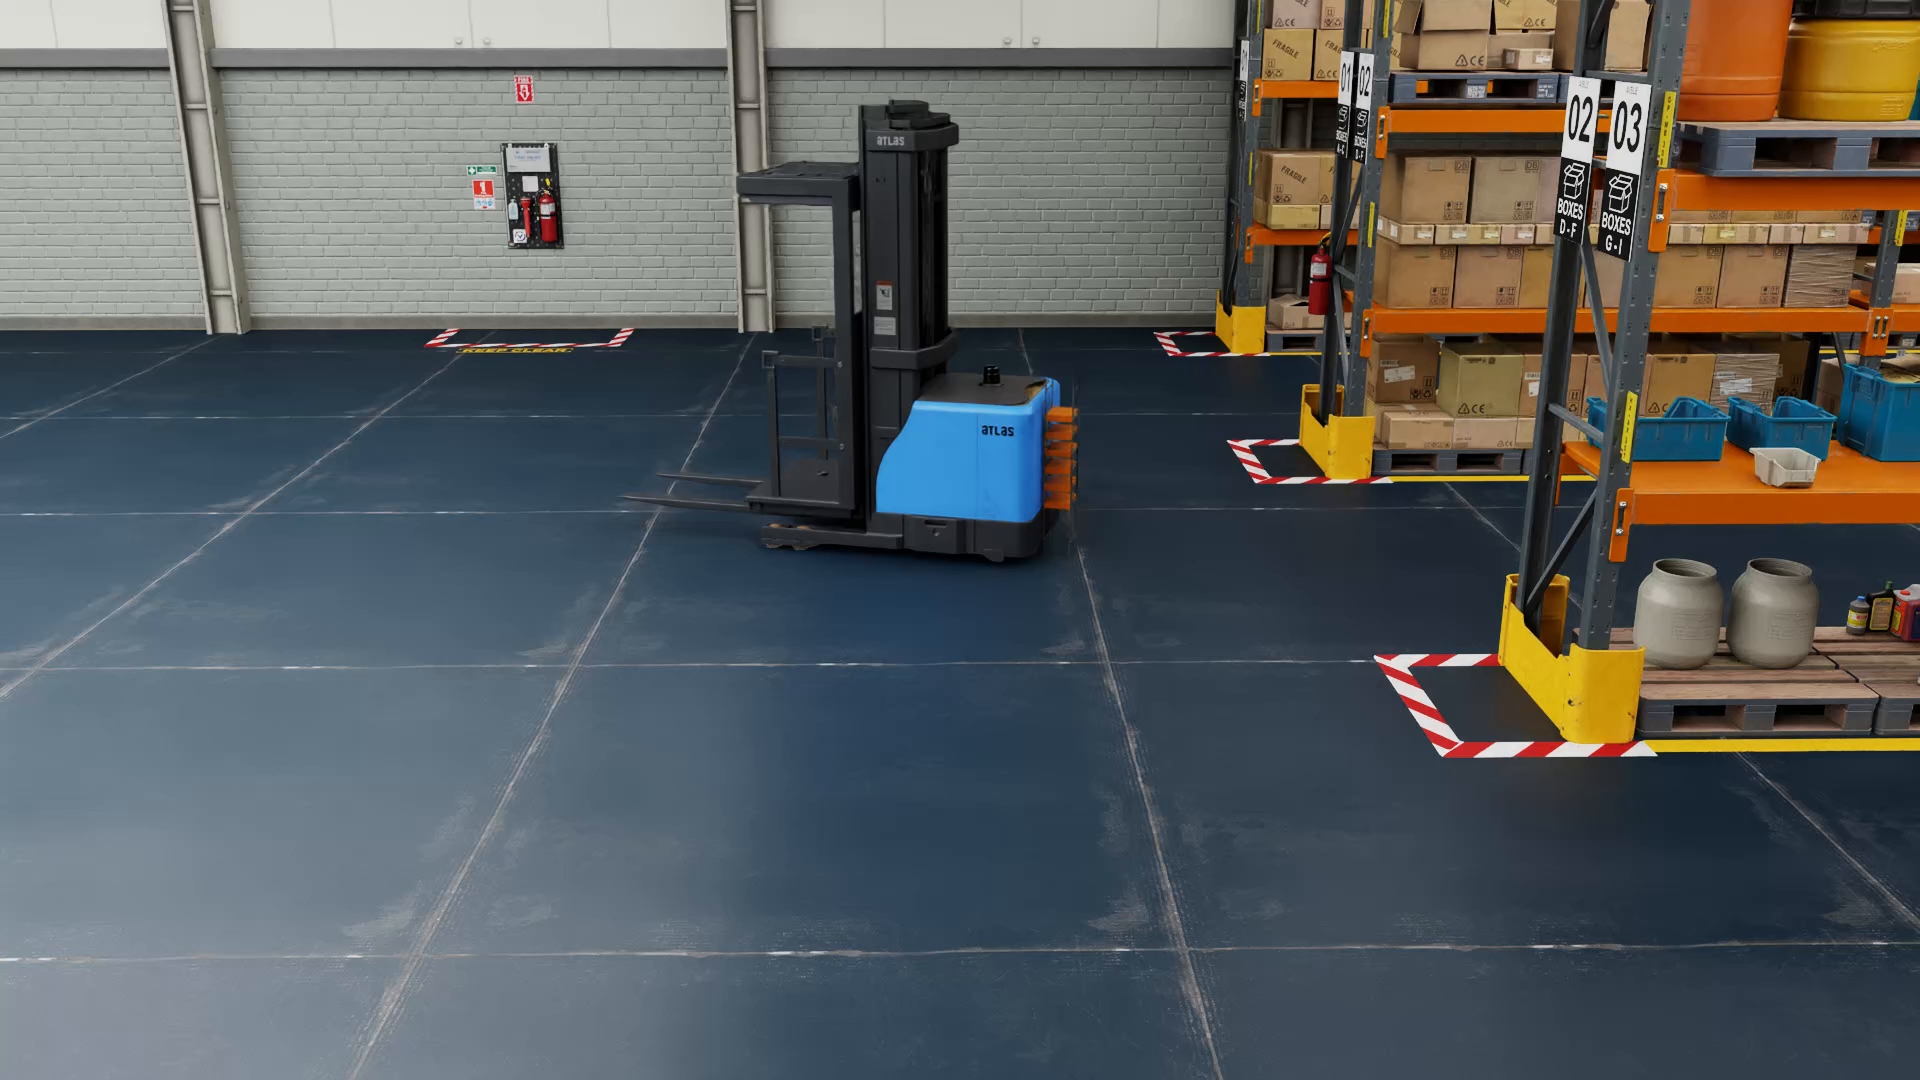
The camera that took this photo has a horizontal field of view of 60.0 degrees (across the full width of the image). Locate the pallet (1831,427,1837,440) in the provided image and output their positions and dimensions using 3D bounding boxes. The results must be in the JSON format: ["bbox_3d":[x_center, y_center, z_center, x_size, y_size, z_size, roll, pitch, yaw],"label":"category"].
[{"bbox_3d":[7.810,-0.788,13.658,1.213,0.211,1.003,0,18,-1],"label":"pallet"}]

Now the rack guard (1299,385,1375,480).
[{"bbox_3d":[3.050,-0.891,13.505,0.348,0.500,1.175,0,18,-1],"label":"rack guard"}]

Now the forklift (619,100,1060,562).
[{"bbox_3d":[-0.869,-1.474,11.345,3.031,2.935,1.130,5,18,14],"label":"forklift"}]

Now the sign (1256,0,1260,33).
[{"bbox_3d":[3.001,-5.273,16.732,0.005,0.325,0.100,0,18,-1],"label":"sign"}]

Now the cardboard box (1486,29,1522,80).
[{"bbox_3d":[5.431,-5.008,17.141,0.500,0.500,0.500,-1,18,-3],"label":"cardboard box"}]

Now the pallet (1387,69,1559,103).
[{"bbox_3d":[3.782,-3.463,12.665,1.213,0.211,1.003,0,18,-1],"label":"pallet"}]

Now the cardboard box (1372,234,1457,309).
[{"bbox_3d":[3.541,-2.127,13.103,0.500,0.500,0.700,0,18,-1],"label":"cardboard box"}]

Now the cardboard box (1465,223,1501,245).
[{"bbox_3d":[3.983,-2.376,12.819,0.250,0.149,0.380,0,18,-1],"label":"cardboard box"}]

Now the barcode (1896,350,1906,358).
[{"bbox_3d":[7.335,-1.451,12.959,0.075,0.075,0.001,0,18,-1],"label":"barcode"}]

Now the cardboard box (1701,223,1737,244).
[{"bbox_3d":[5.788,-2.386,12.848,0.250,0.149,0.380,0,18,-1],"label":"cardboard box"}]

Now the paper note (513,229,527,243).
[{"bbox_3d":[-4.970,-3.433,18.781,0.142,0.148,0.016,0,18,-1],"label":"paper note"}]

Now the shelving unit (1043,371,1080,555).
[{"bbox_3d":[0.683,-0.515,11.189,0.189,1.200,0.258,5,18,14],"label":"shelving unit"}]

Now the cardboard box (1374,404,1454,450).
[{"bbox_3d":[3.614,-0.906,13.276,0.500,0.250,0.500,0,18,-1],"label":"cardboard box"}]

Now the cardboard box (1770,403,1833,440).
[{"bbox_3d":[6.613,-0.922,13.325,0.500,0.250,0.500,0,18,-1],"label":"cardboard box"}]

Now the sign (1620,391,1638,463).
[{"bbox_3d":[3.153,-0.532,7.842,0.005,0.325,0.100,0,18,-1],"label":"sign"}]

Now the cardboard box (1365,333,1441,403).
[{"bbox_3d":[3.606,-1.422,13.656,0.500,0.500,0.500,0,18,-1],"label":"cardboard box"}]

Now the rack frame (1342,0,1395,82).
[{"bbox_3d":[3.074,-4.938,12.207,0.127,3.000,1.000,0,18,-1],"label":"rack frame"}]

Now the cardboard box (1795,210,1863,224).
[{"bbox_3d":[6.630,-2.761,12.958,0.500,0.500,0.700,0,18,-1],"label":"cardboard box"}]

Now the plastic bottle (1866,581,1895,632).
[{"bbox_3d":[5.095,0.367,9.220,0.133,0.283,0.061,0,18,0],"label":"plastic bottle"}]

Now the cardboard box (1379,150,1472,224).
[{"bbox_3d":[3.594,-2.745,12.906,0.500,0.500,0.700,0,18,-1],"label":"cardboard box"}]

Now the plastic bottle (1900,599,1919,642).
[{"bbox_3d":[5.233,0.413,9.077,0.133,0.283,0.061,0,18,-1],"label":"plastic bottle"}]

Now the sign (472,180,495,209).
[{"bbox_3d":[-5.347,-3.878,18.668,0.234,0.329,0.001,0,18,-1],"label":"sign"}]

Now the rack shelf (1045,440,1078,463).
[{"bbox_3d":[0.683,-0.587,11.166,0.180,0.103,0.258,5,18,14],"label":"rack shelf"}]

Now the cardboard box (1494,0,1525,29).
[{"bbox_3d":[5.425,-5.478,16.969,0.500,0.500,0.500,-1,18,-3],"label":"cardboard box"}]

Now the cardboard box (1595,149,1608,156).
[{"bbox_3d":[5.125,-2.754,12.935,0.500,0.500,0.700,0,18,-1],"label":"cardboard box"}]

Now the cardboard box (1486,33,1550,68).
[{"bbox_3d":[4.221,-3.791,12.871,0.500,0.250,0.500,0,18,-1],"label":"cardboard box"}]

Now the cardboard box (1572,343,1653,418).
[{"bbox_3d":[5.114,-1.270,13.181,0.500,0.500,0.500,0,18,-1],"label":"cardboard box"}]

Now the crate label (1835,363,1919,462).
[{"bbox_3d":[4.985,-0.676,8.687,0.616,0.435,0.502,0,18,-1],"label":"crate label"}]

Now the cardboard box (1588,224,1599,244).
[{"bbox_3d":[4.758,-2.380,12.832,0.250,0.149,0.380,-1,18,-2],"label":"cardboard box"}]

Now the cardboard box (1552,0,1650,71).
[{"bbox_3d":[4.739,-3.748,12.330,0.500,0.500,0.500,0,18,-1],"label":"cardboard box"}]

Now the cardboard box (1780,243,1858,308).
[{"bbox_3d":[6.630,-2.144,13.156,0.500,0.500,0.700,-1,18,-2],"label":"cardboard box"}]

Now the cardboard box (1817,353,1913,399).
[{"bbox_3d":[7.474,-1.347,13.733,0.500,0.311,0.500,0,18,-1],"label":"cardboard box"}]

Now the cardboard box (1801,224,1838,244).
[{"bbox_3d":[6.558,-2.389,12.860,0.250,0.149,0.380,-1,18,-2],"label":"cardboard box"}]

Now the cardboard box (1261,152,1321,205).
[{"bbox_3d":[3.474,-3.800,17.466,0.500,0.500,0.500,0,18,-1],"label":"cardboard box"}]

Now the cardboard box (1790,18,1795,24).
[{"bbox_3d":[6.566,-3.921,12.868,0.500,0.500,0.500,1,18,4],"label":"cardboard box"}]

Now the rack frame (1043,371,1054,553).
[{"bbox_3d":[0.594,-0.522,11.211,0.006,1.200,0.240,5,18,14],"label":"rack frame"}]

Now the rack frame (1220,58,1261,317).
[{"bbox_3d":[2.992,-3.594,17.840,0.127,3.000,1.000,0,18,-1],"label":"rack frame"}]

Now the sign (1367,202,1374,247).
[{"bbox_3d":[3.077,-2.361,12.451,0.005,0.325,0.100,0,18,-1],"label":"sign"}]

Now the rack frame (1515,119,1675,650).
[{"bbox_3d":[3.149,-0.568,8.408,0.127,3.000,1.000,0,18,-1],"label":"rack frame"}]

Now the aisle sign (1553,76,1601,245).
[{"bbox_3d":[3.072,-1.896,8.292,0.004,0.787,0.394,0,18,-1],"label":"aisle sign"}]

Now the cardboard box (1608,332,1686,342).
[{"bbox_3d":[5.605,-1.436,13.701,0.500,0.500,0.500,0,18,-1],"label":"cardboard box"}]

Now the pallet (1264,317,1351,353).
[{"bbox_3d":[3.881,-2.260,18.246,1.213,0.211,1.003,0,18,-1],"label":"pallet"}]

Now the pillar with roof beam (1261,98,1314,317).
[{"bbox_3d":[3.746,-5.403,13.659,0.400,9.000,9.100,0,18,-1],"label":"pillar with roof beam"}]

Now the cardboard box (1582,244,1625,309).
[{"bbox_3d":[5.089,-2.135,13.129,0.500,0.500,0.700,0,18,1],"label":"cardboard box"}]

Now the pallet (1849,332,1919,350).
[{"bbox_3d":[10.210,-2.301,18.376,1.213,0.211,1.003,0,18,-1],"label":"pallet"}]

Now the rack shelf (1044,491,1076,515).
[{"bbox_3d":[0.683,-0.244,11.276,0.180,0.103,0.258,5,18,14],"label":"rack shelf"}]

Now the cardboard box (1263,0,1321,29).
[{"bbox_3d":[3.381,-5.483,16.985,0.500,0.500,0.500,-2,18,-5],"label":"cardboard box"}]

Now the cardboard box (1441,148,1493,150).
[{"bbox_3d":[5.503,-3.968,17.991,0.500,0.500,0.500,0,18,1],"label":"cardboard box"}]

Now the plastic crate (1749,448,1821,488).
[{"bbox_3d":[4.048,-0.349,8.155,0.250,0.136,0.298,0,18,-1],"label":"plastic crate"}]

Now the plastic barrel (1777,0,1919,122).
[{"bbox_3d":[4.286,-2.330,7.995,0.600,0.588,0.600,0,18,0],"label":"plastic barrel"}]

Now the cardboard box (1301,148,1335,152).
[{"bbox_3d":[3.964,-3.956,17.953,0.500,0.500,0.500,0,18,0],"label":"cardboard box"}]

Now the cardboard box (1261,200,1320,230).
[{"bbox_3d":[3.485,-3.437,17.565,0.500,0.250,0.500,-1,18,-2],"label":"cardboard box"}]

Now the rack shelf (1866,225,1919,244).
[{"bbox_3d":[8.991,-3.280,18.040,4.000,0.370,1.077,0,18,-1],"label":"rack shelf"}]

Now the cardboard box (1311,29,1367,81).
[{"bbox_3d":[3.868,-4.996,17.105,0.500,0.500,0.500,1,18,3],"label":"cardboard box"}]

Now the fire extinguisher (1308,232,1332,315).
[{"bbox_3d":[2.949,-2.185,13.576,0.183,0.674,0.296,0,18,-1],"label":"fire extinguisher"}]

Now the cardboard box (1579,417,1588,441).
[{"bbox_3d":[5.114,-0.913,13.297,0.500,0.250,0.500,0,18,-1],"label":"cardboard box"}]

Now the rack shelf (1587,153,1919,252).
[{"bbox_3d":[5.148,-1.663,8.089,4.000,0.370,1.077,0,18,-1],"label":"rack shelf"}]
